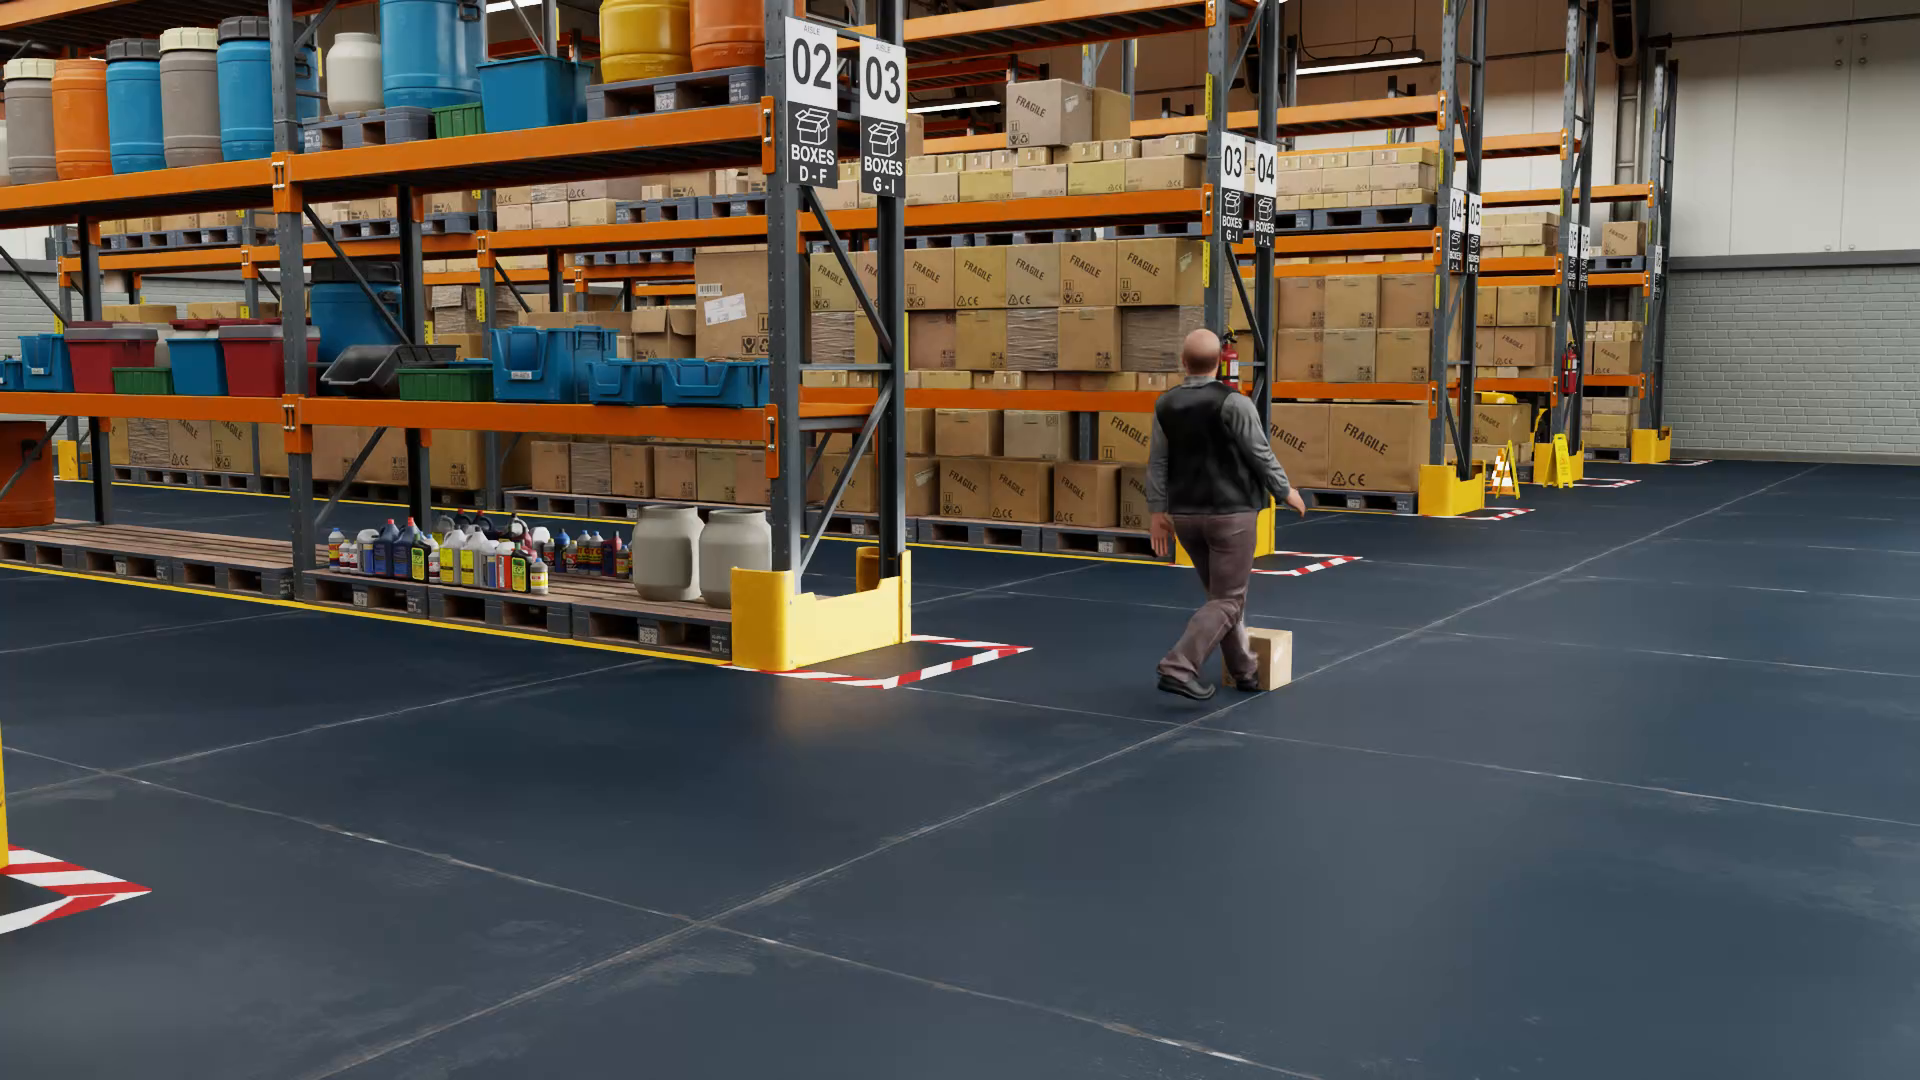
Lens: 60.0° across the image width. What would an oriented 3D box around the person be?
[{"bbox_3d":[1.205,-0.111,7.540,0.941,1.676,0.590,-6,9,-44],"label":"person"}]
